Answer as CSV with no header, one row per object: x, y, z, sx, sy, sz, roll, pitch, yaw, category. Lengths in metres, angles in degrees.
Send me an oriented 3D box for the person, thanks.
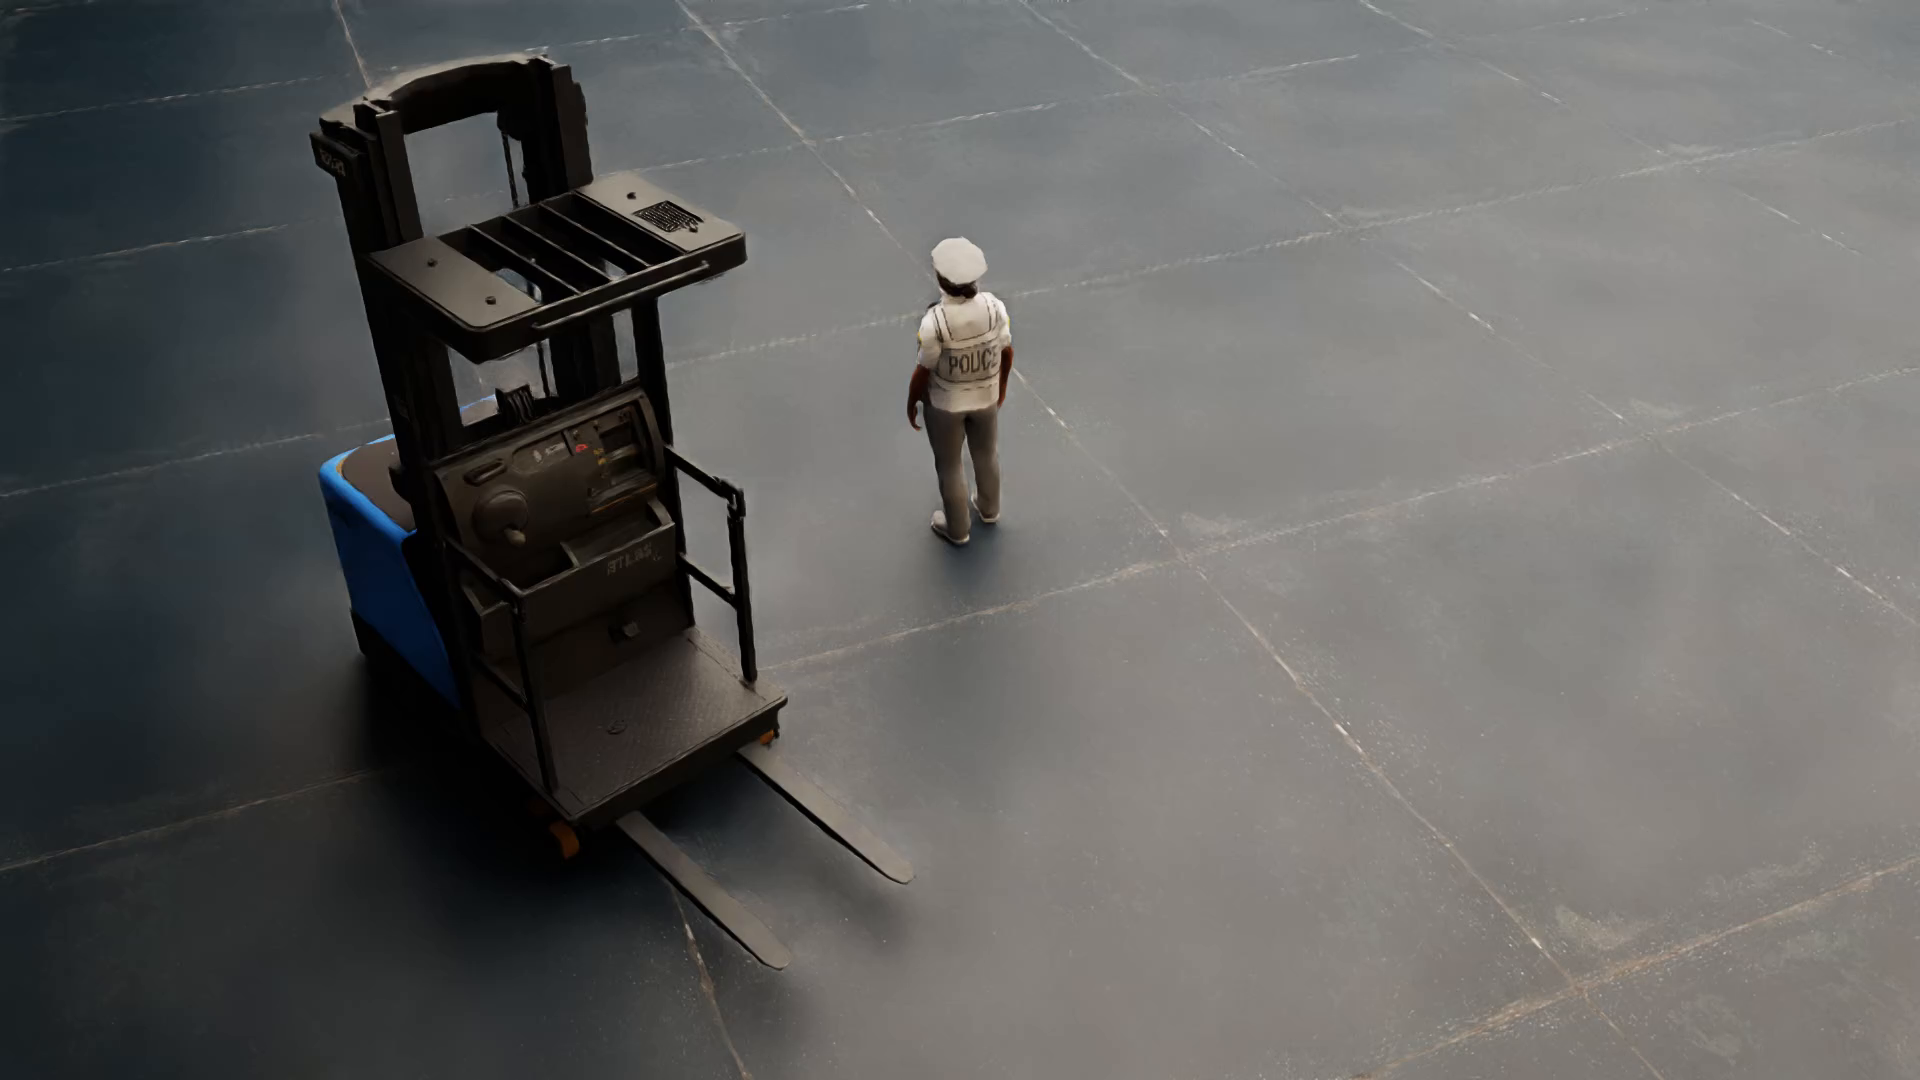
-0.011,-0.741,8.195,0.570,1.695,0.530,-14,38,-19,person

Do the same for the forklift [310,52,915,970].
-1.447,-0.224,6.413,1.130,2.935,3.031,-28,44,-34,forklift
